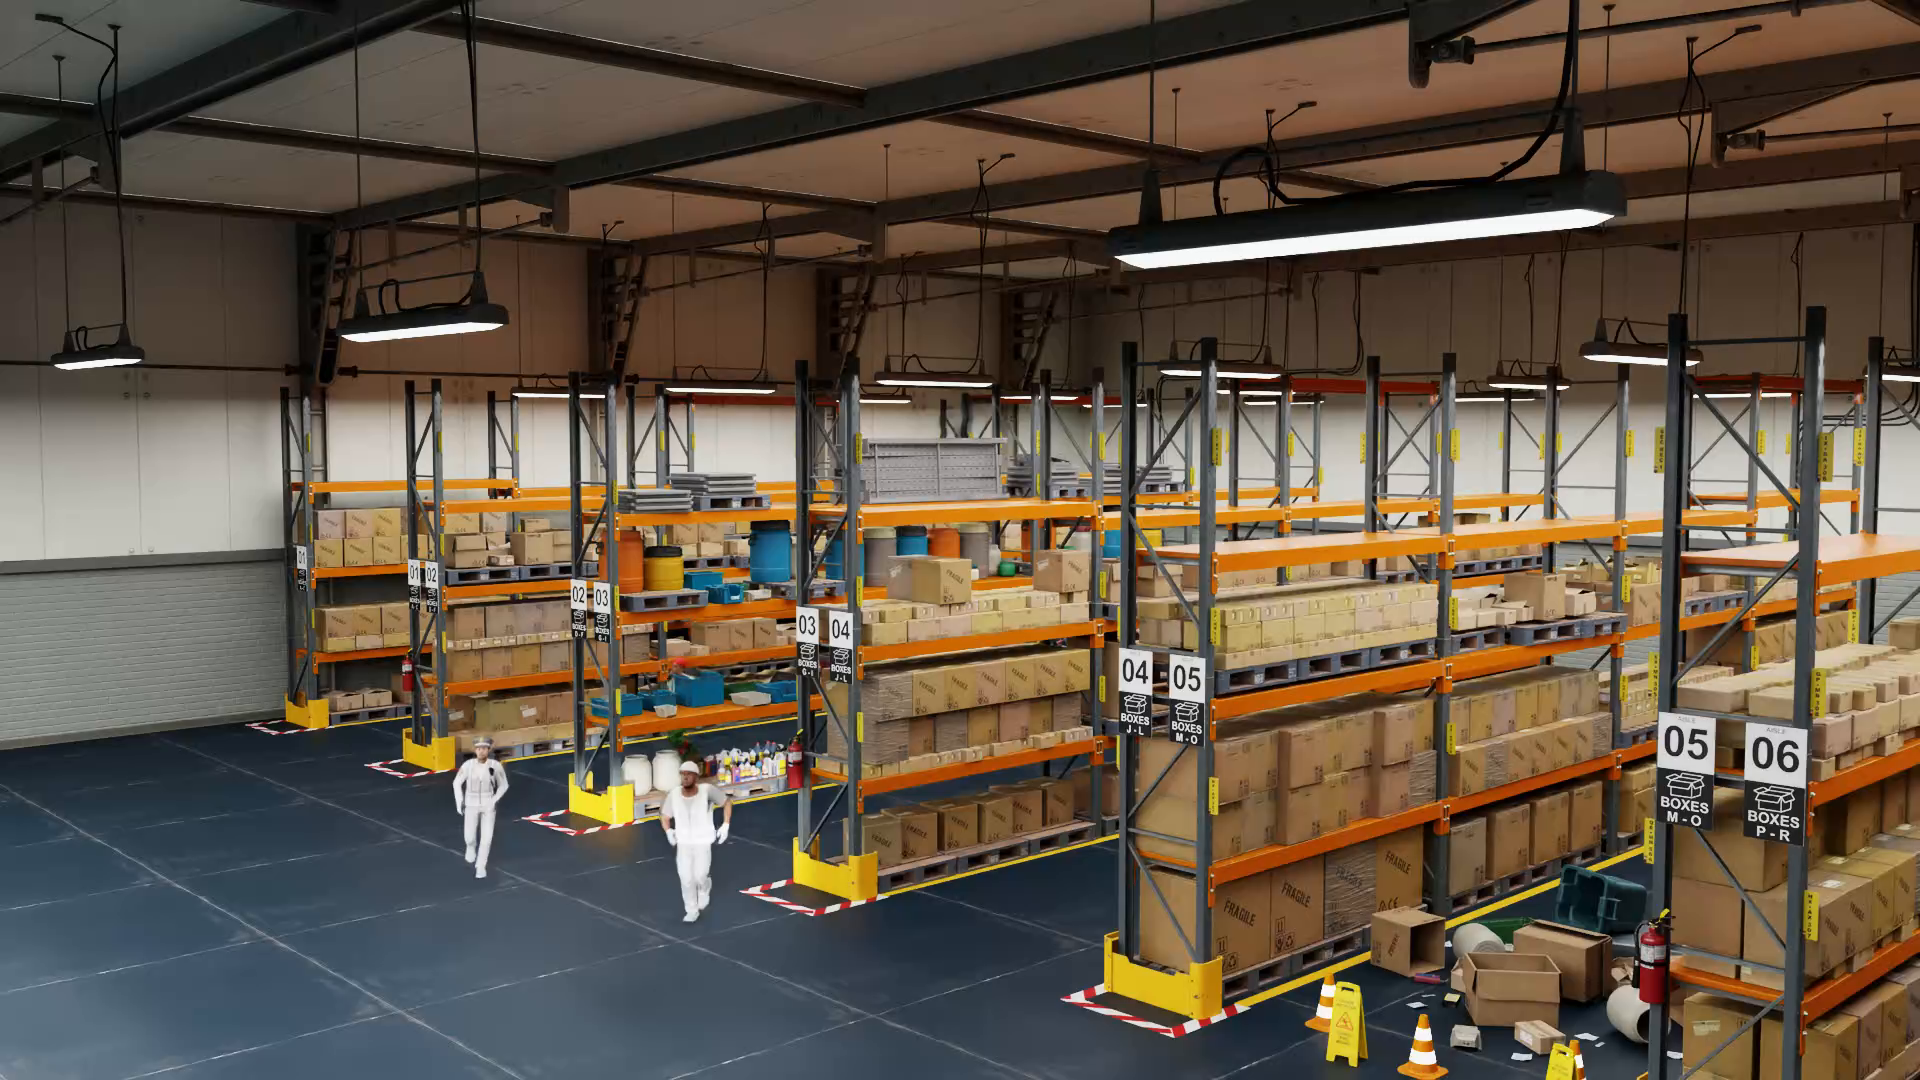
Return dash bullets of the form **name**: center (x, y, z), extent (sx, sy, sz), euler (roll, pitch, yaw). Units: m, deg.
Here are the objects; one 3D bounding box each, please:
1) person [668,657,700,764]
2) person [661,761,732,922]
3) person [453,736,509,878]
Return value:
- **person**: center (-4.306, 2.659, 25.446), extent (0.581, 1.738, 0.655), euler (-3, 5, -43)
- **person**: center (-2.792, 3.181, 17.439), extent (0.711, 1.729, 0.656), euler (0, 4, 5)
- **person**: center (-5.608, 3.110, 19.473), extent (0.629, 1.659, 0.543), euler (-1, 4, -12)
